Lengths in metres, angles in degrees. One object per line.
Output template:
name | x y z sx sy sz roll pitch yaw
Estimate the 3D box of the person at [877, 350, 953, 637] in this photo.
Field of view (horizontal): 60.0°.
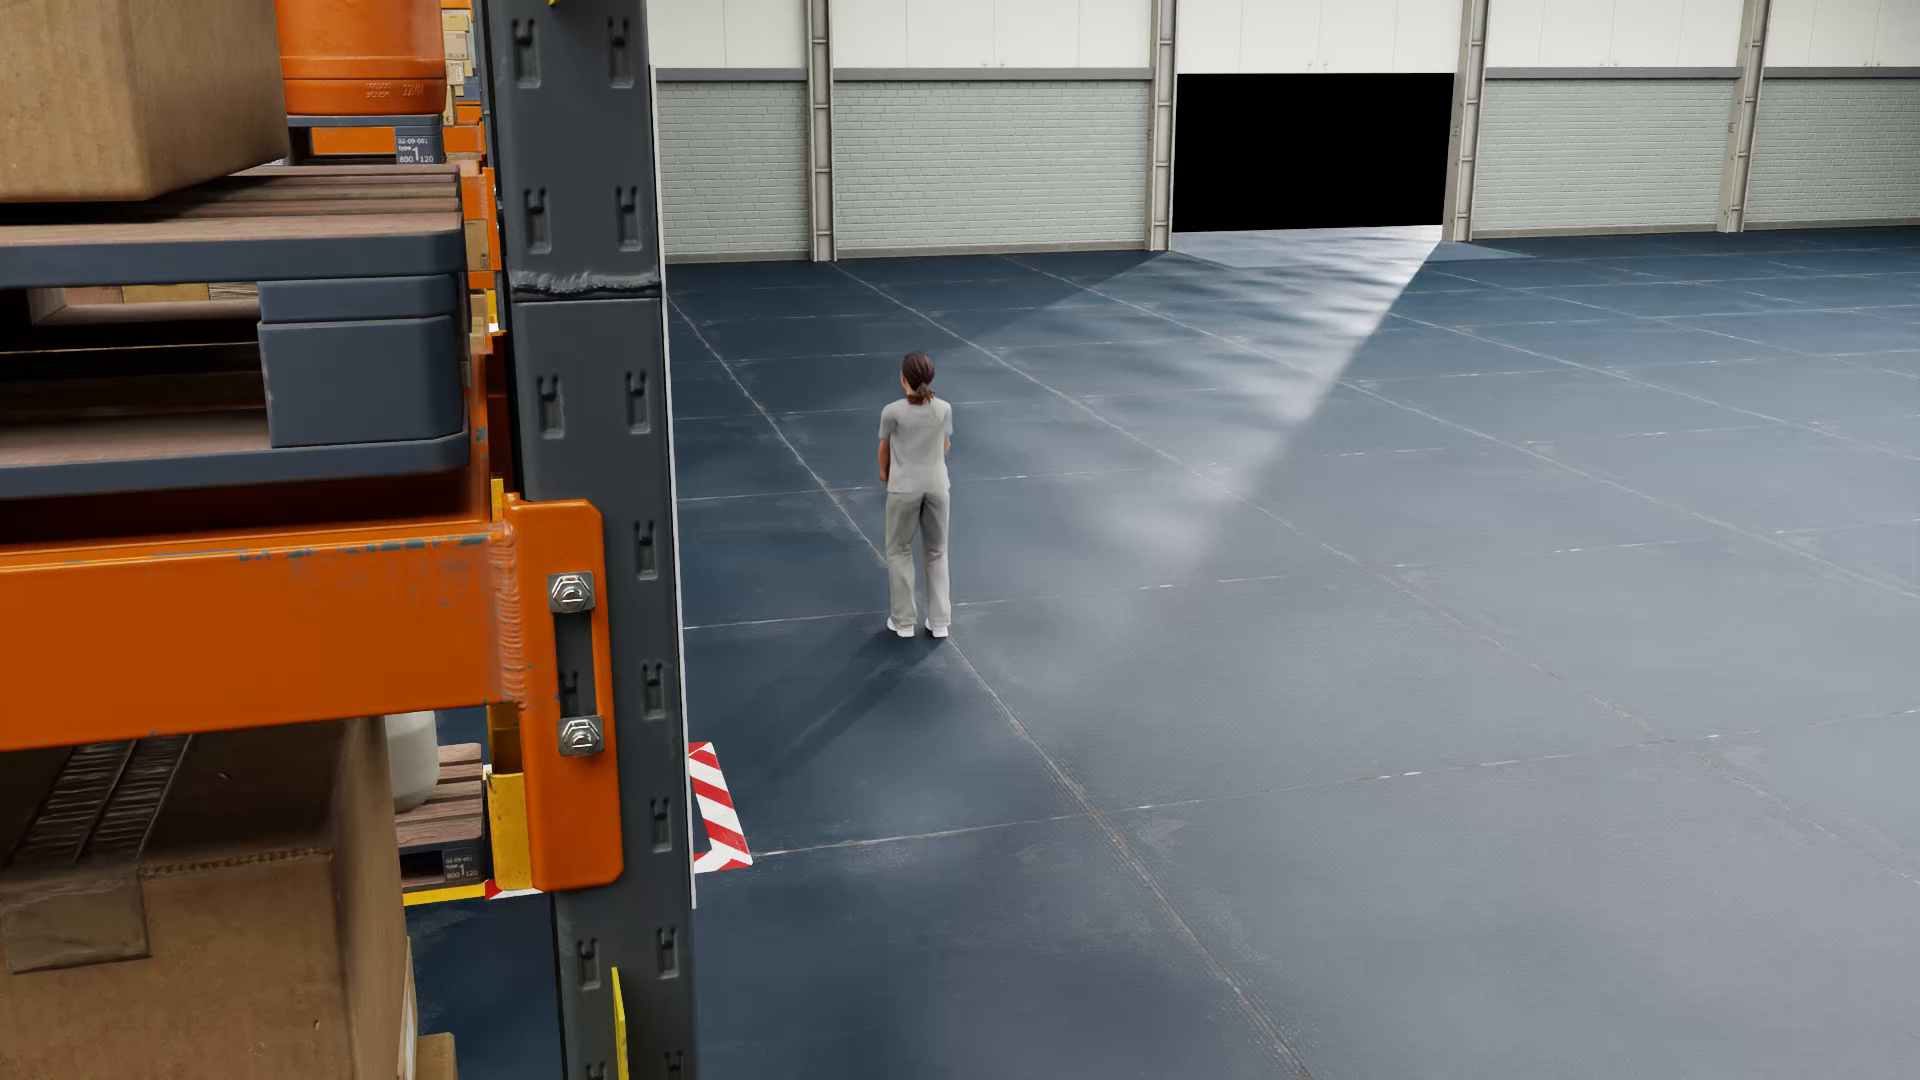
person | -0.262 -0.270 9.494 0.431 1.668 0.545 -5 17 -15
